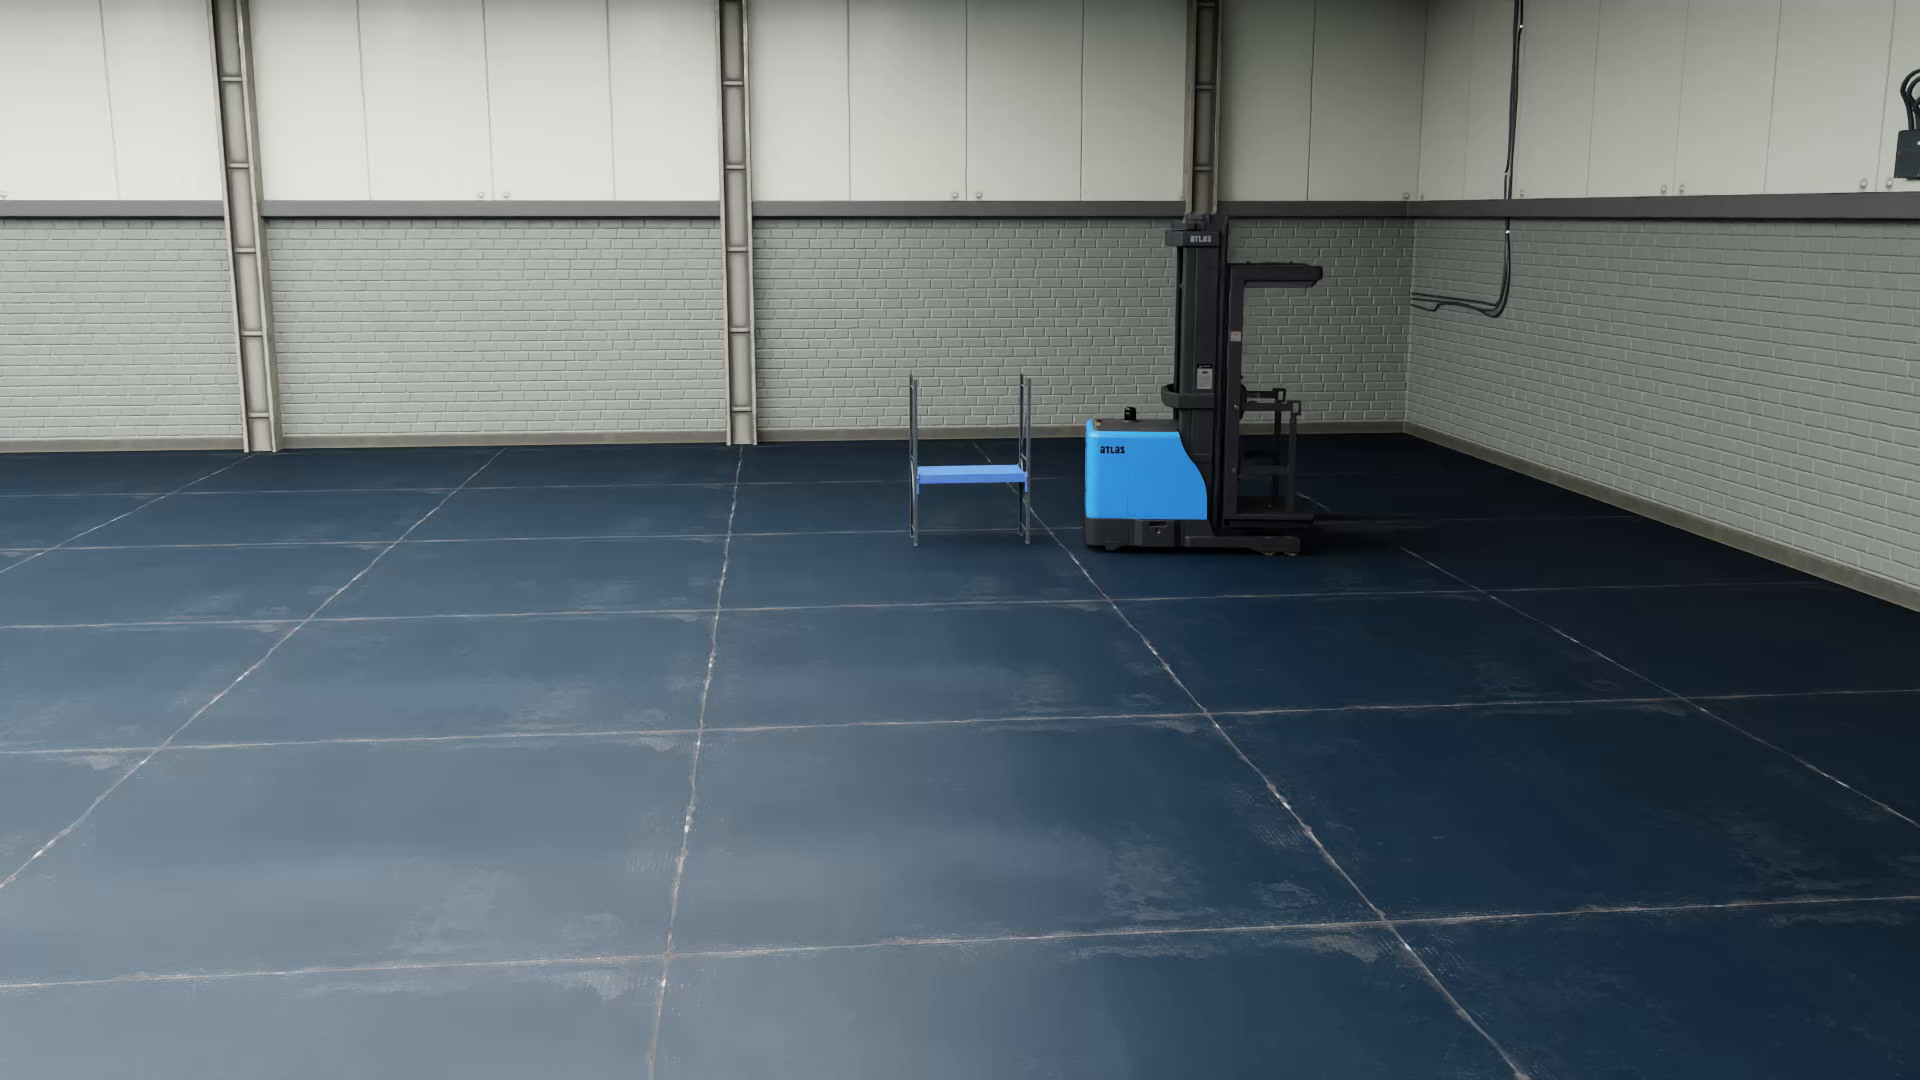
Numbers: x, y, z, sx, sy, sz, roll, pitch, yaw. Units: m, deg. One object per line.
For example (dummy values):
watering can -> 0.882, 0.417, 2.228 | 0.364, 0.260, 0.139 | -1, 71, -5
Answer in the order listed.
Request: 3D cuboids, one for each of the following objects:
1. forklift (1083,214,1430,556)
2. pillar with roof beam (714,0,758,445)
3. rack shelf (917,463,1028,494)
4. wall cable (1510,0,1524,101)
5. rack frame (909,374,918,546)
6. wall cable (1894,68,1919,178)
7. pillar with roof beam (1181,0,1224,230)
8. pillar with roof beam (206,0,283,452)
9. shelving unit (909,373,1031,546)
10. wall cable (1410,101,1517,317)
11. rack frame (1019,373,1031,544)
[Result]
forklift -> 2.642, -1.405, 14.797 | 3.031, 2.935, 1.130 | 1, 11, 3
pillar with roof beam -> -2.371, -4.850, 16.592 | 0.400, 9.000, 9.100 | -1, 11, -6
rack shelf -> 0.085, -0.561, 15.149 | 1.000, 0.185, 0.538 | -1, 11, -6
wall cable -> 6.493, -6.044, 17.623 | 0.112, 2.526, 3.097 | -1, 11, -6
rack frame -> -0.421, -0.727, 15.061 | 0.032, 1.500, 0.500 | -1, 11, -6
wall cable -> 7.210, -5.456, 10.859 | 0.169, 6.003, 2.305 | -1, 11, -6
pillar with roof beam -> 3.594, -4.975, 17.228 | 0.400, 9.000, 9.100 | -1, 11, -6
pillar with roof beam -> -8.335, -4.725, 15.957 | 0.400, 9.000, 9.100 | -1, 11, -6
shelving unit -> 0.085, -0.738, 15.114 | 1.048, 1.500, 0.538 | -1, 11, -6
wall cable -> 6.201, -4.085, 20.749 | 0.112, 2.526, 3.097 | -1, 11, -6
rack frame -> 0.590, -0.748, 15.168 | 0.032, 1.500, 0.500 | -1, 11, -6
